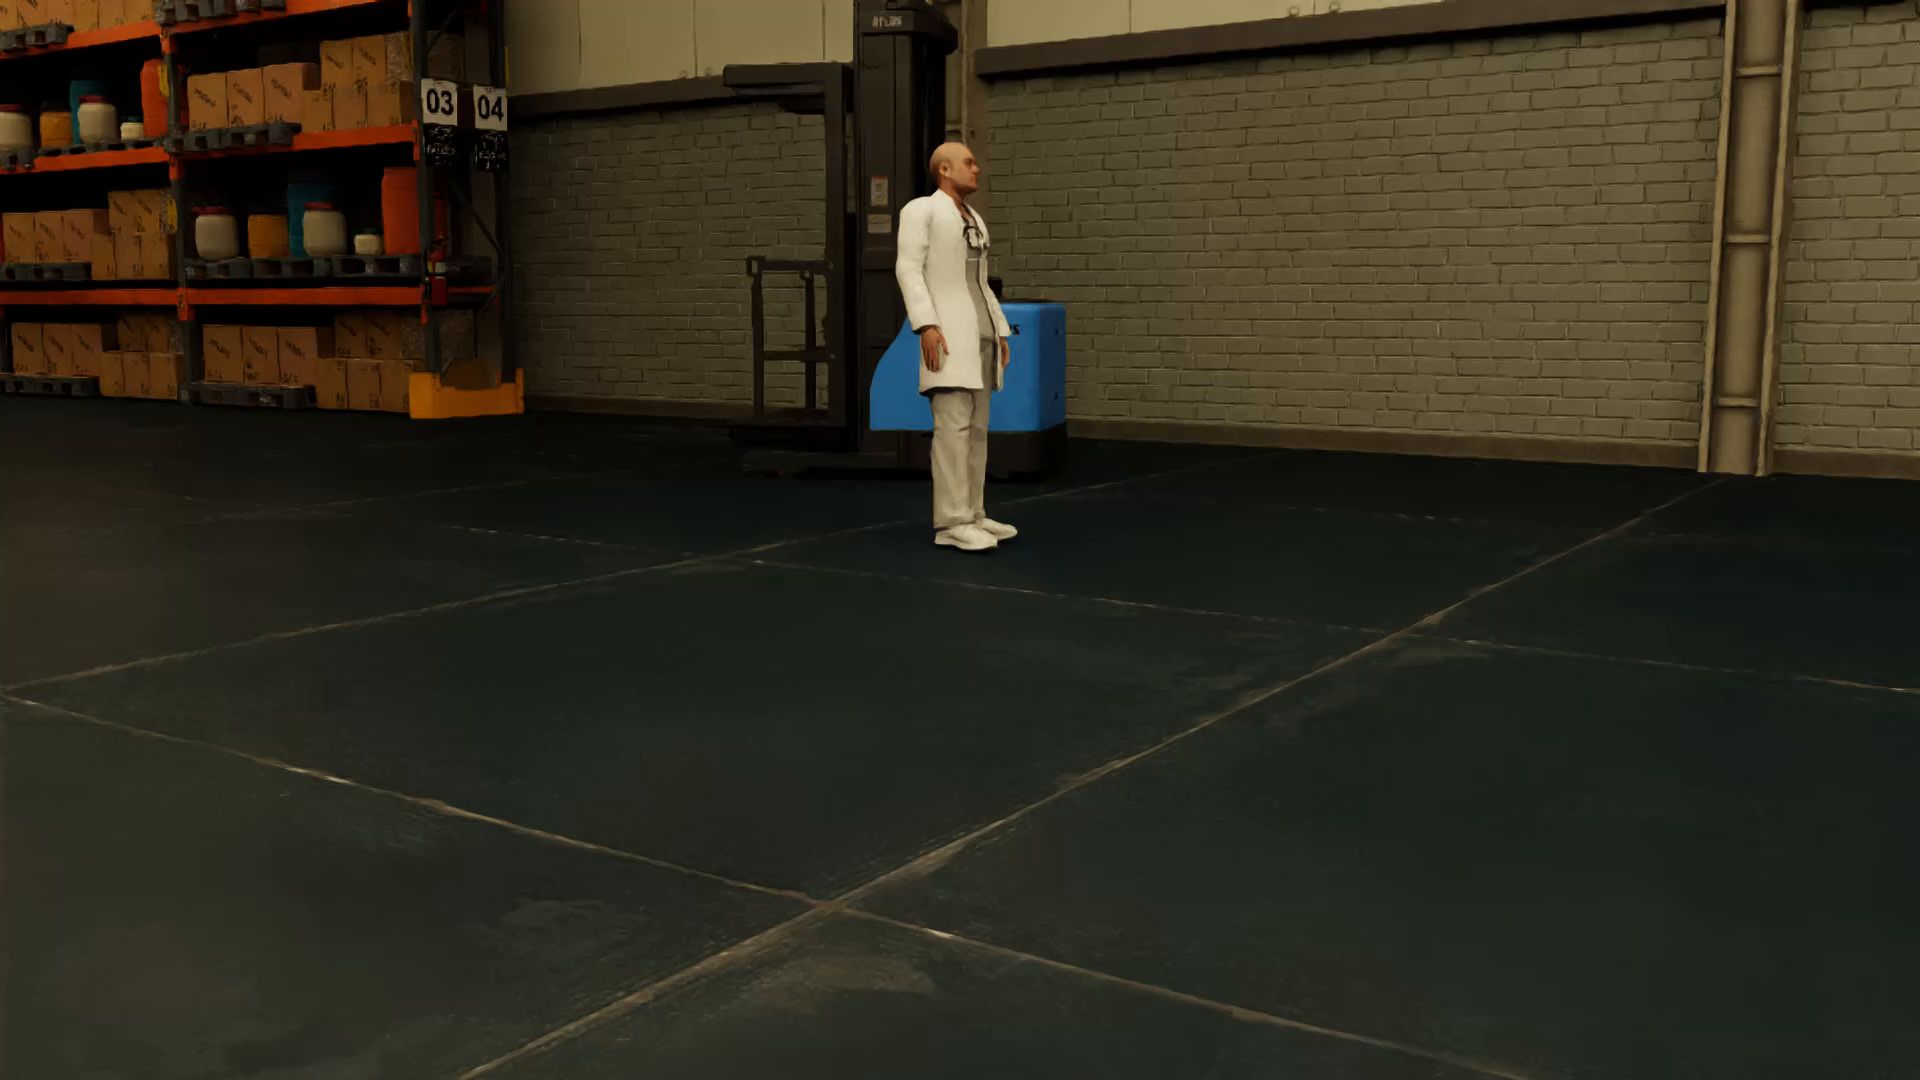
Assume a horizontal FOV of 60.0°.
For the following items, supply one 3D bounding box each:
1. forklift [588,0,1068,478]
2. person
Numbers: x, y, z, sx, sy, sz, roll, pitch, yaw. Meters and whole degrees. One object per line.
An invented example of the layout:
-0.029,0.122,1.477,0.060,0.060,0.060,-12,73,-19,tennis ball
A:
-0.874,-1.908,10.612,3.031,2.935,1.130,2,8,14,forklift
0.073,-0.879,7.423,0.579,1.776,0.694,5,10,34,person
